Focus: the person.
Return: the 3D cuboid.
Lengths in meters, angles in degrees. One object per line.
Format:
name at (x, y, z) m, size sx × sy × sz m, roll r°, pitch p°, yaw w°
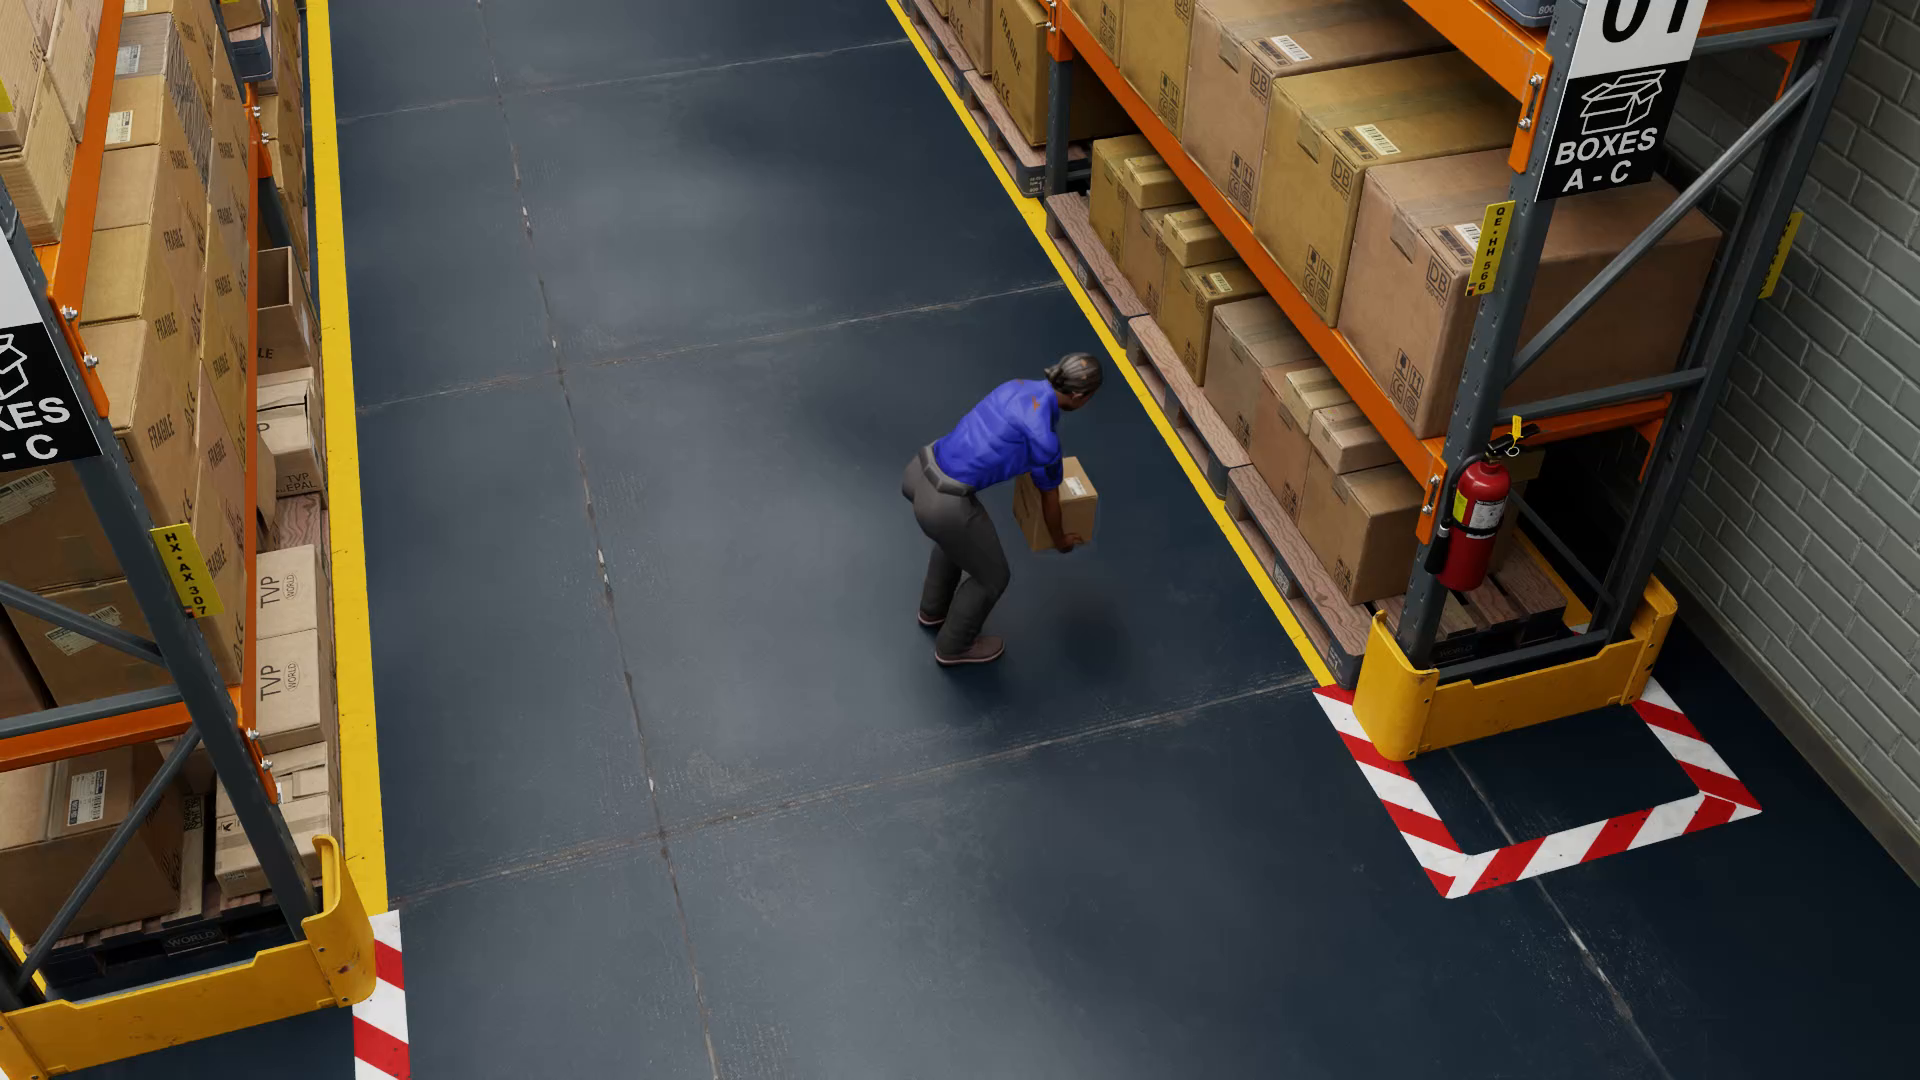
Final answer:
person at (0.170, -0.124, 6.558) m, size 0.788 × 1.316 × 0.418 m, roll -13°, pitch 44°, yaw -14°
